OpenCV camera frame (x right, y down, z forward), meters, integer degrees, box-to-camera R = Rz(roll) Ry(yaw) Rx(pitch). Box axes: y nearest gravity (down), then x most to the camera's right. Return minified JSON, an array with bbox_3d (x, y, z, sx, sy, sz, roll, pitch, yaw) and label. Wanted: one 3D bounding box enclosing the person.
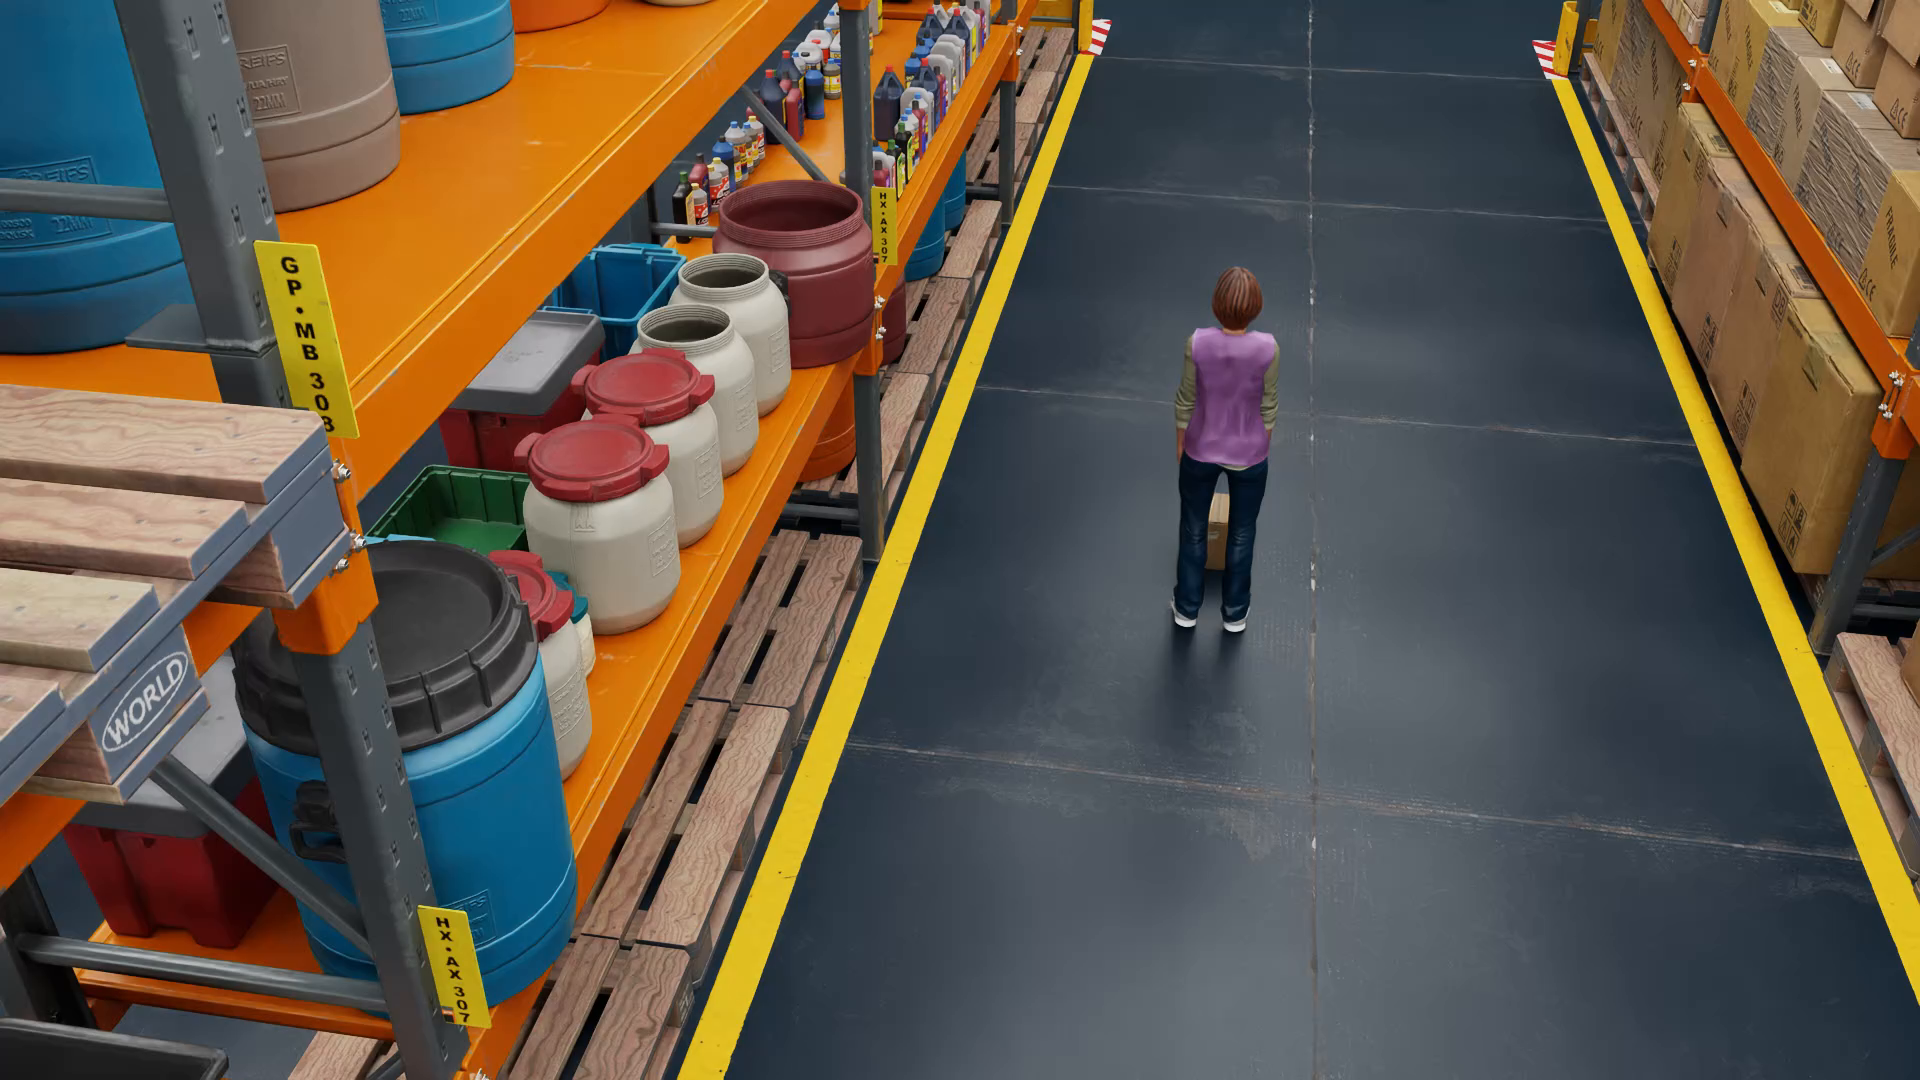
[{"bbox_3d":[1.050,-0.330,6.700,0.406,1.559,0.307,6,33,9],"label":"person"}]
